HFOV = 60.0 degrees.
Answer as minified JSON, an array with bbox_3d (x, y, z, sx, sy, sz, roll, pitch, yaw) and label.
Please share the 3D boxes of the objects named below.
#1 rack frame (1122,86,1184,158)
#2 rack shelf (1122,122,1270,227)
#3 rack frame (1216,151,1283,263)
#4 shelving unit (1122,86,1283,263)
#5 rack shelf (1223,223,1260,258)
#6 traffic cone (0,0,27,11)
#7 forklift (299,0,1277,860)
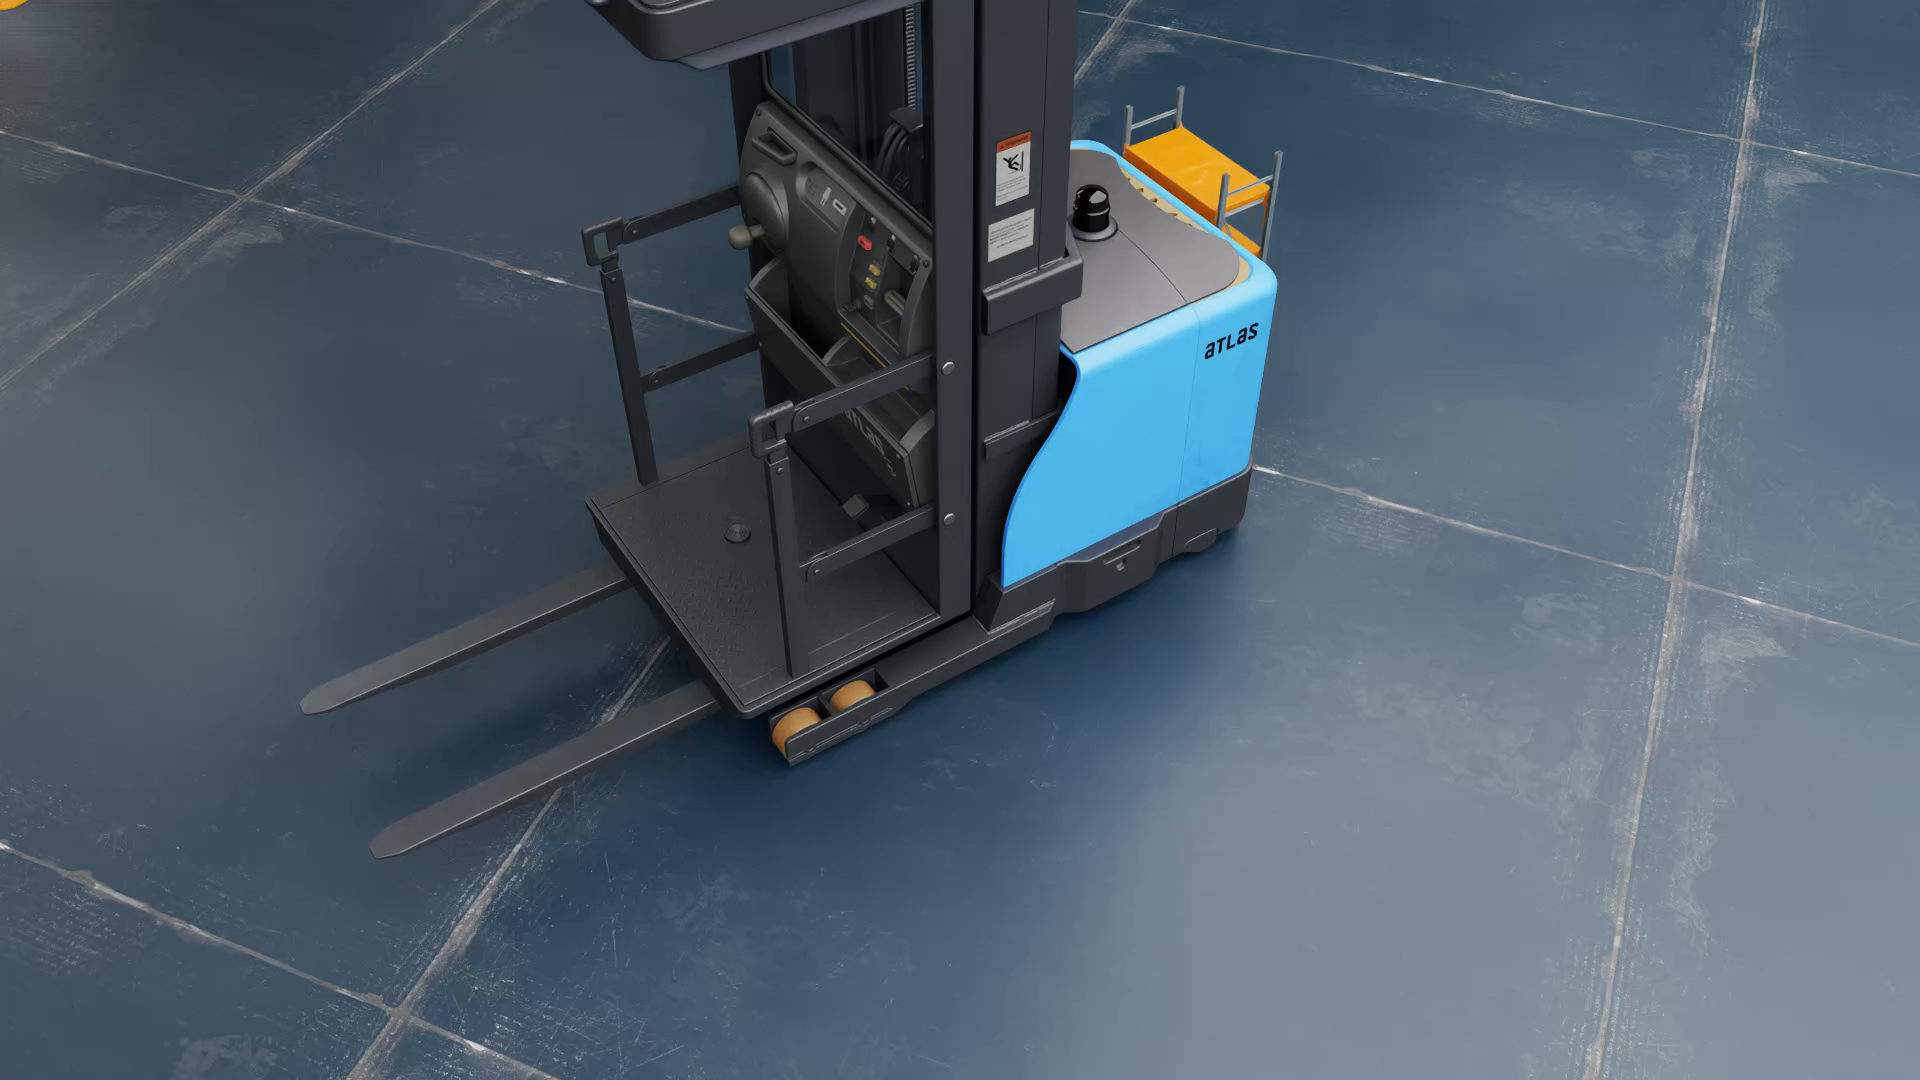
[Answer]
[{"bbox_3d":[0.649,-1.048,5.952,0.240,1.200,0.015,-26,50,-23],"label":"rack frame"},{"bbox_3d":[0.786,-1.184,5.532,0.258,0.148,0.480,-26,50,-23],"label":"rack shelf"},{"bbox_3d":[0.923,-0.763,5.666,0.240,1.200,0.015,-26,50,-23],"label":"rack frame"},{"bbox_3d":[0.786,-0.905,5.809,0.258,1.200,0.503,-26,50,-23],"label":"shelving unit"},{"bbox_3d":[0.786,-1.016,5.699,0.258,0.148,0.480,-26,50,-23],"label":"rack shelf"},{"bbox_3d":[-4.929,-2.992,8.429,0.334,0.463,0.336,16,47,16],"label":"traffic cone"},{"bbox_3d":[-0.525,-0.793,4.469,3.031,2.935,1.130,-25,50,-23],"label":"forklift"}]
